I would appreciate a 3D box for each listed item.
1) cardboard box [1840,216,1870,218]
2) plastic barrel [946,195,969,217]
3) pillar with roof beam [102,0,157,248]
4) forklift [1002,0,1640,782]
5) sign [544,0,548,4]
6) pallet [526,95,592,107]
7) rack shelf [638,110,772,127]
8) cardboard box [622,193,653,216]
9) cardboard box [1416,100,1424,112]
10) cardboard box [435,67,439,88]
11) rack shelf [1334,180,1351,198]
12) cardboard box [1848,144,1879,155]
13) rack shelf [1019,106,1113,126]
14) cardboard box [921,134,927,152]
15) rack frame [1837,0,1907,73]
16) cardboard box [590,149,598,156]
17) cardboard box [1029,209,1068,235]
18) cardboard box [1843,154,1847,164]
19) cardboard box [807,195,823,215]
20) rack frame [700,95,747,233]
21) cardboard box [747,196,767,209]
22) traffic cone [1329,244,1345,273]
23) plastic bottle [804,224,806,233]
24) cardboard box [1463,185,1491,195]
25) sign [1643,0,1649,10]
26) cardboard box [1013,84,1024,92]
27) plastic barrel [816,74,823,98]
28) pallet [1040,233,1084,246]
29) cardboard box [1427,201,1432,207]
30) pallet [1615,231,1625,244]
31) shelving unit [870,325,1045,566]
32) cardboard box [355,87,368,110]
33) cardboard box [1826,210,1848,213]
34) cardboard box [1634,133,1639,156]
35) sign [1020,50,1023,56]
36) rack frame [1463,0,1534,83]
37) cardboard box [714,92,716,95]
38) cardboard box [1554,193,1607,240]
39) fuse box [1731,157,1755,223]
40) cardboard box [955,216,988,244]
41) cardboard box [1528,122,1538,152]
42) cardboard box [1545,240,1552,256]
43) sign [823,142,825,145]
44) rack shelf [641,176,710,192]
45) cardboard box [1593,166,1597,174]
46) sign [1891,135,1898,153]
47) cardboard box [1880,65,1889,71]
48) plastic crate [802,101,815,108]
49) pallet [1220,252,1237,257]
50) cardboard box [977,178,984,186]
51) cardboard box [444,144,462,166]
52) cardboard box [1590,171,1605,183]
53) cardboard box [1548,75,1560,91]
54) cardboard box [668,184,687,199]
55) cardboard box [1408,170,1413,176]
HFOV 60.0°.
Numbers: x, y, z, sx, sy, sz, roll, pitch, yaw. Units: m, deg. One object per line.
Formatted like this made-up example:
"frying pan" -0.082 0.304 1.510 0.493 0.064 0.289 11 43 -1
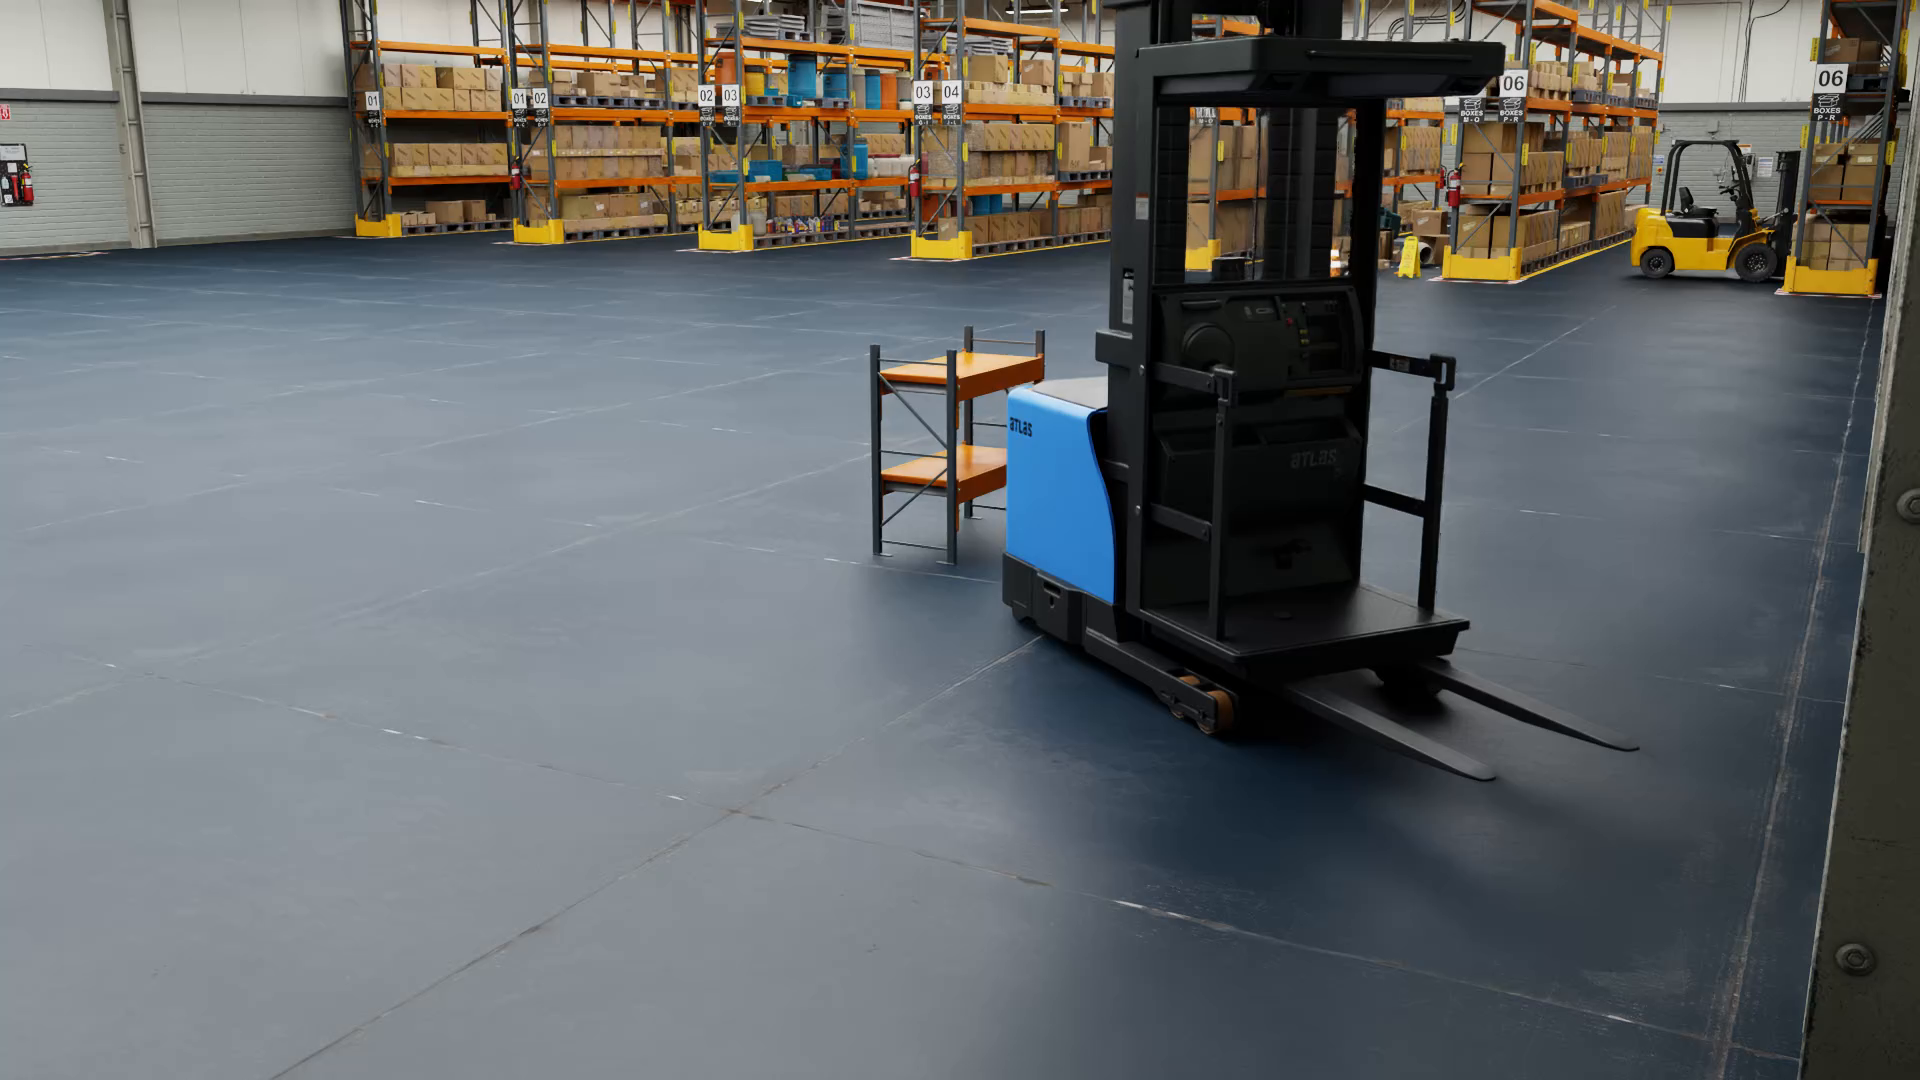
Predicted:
"cardboard box" 14.271 -5.013 26.457 0.500 0.250 0.500 7 15 27
"plastic barrel" -0.085 -8.320 41.587 0.600 0.588 0.708 7 15 28
"pillar with roof beam" -12.943 -9.874 30.986 9.100 9.000 0.400 7 15 28
"forklift" 1.283 -0.814 6.351 1.130 2.935 3.031 -6 15 -25
"sign" -8.571 -11.258 34.394 0.100 0.325 0.005 7 15 28
"pallet" -8.690 -9.432 35.739 1.003 0.211 1.213 7 15 28
"rack shelf" -6.154 -10.214 40.330 1.077 0.370 4.000 7 15 28
"cardboard box" -7.405 -7.706 38.163 0.500 0.500 0.500 7 15 28
"cardboard box" 10.668 -10.289 39.428 0.500 0.250 0.500 8 16 30
"cardboard box" -12.651 -10.870 39.126 0.500 0.500 0.500 7 15 28
"rack shelf" 6.810 -7.050 33.606 1.077 0.370 4.000 7 15 28
"cardboard box" 12.987 -5.620 23.908 0.380 0.149 0.250 7 15 27
"rack shelf" 2.516 -9.091 35.671 1.077 0.370 4.000 7 15 28
"cardboard box" -1.294 -11.569 48.470 0.500 0.500 0.500 7 15 28
"rack frame" 14.572 -8.804 26.546 1.000 3.000 0.127 7 15 28
"cardboard box" -8.178 -8.507 36.515 0.380 0.149 0.250 7 15 26
"cardboard box" 1.865 -6.694 34.990 0.700 0.500 0.500 6 15 24
"cardboard box" 13.359 -5.841 25.458 0.380 0.149 0.250 7 15 28
"cardboard box" -3.974 -8.894 44.113 0.500 0.500 0.500 7 15 26
"rack frame" -4.720 -7.313 33.160 1.000 3.000 0.127 7 15 28
"cardboard box" -5.224 -8.521 41.945 0.500 0.311 0.500 8 16 30
"traffic cone" 6.234 -4.686 27.677 0.336 0.463 0.334 7 15 28
"plastic bottle" -3.309 -6.614 35.294 0.097 0.201 0.097 0 14 0
"cardboard box" 8.285 -5.607 26.623 0.380 0.149 0.250 8 16 30
"sign" 14.573 -11.441 35.320 0.100 0.325 0.005 7 15 28
"cardboard box" 1.013 -8.781 32.319 0.380 0.149 0.250 8 16 31
"plastic barrel" -3.166 -9.784 35.876 0.421 0.512 0.421 0 14 0
"pallet" 1.925 -6.376 35.226 1.003 0.211 1.213 7 15 28
"cardboard box" 11.610 -8.421 41.677 0.380 0.149 0.250 8 15 29
"pallet" 13.785 -6.568 36.022 1.003 0.211 1.213 7 15 28
"shelving unit" 0.003 -0.548 9.102 0.538 1.125 1.048 7 15 28
"cardboard box" -13.412 -10.066 37.924 0.500 0.500 0.500 9 16 32
"cardboard box" 16.522 -6.143 31.361 0.380 0.149 0.250 7 15 25
"cardboard box" 14.784 -8.798 36.977 0.500 0.500 0.500 7 15 27
"sign" 1.562 -12.527 42.433 0.100 0.325 0.005 7 15 28
"rack frame" 8.291 -8.545 25.472 1.000 3.000 0.127 7 15 28
"cardboard box" -6.143 -10.670 40.110 0.500 0.250 0.500 6 15 23
"cardboard box" 12.565 -6.573 33.732 0.875 0.875 0.875 7 15 28
"fuse box" 20.500 -9.176 43.640 0.539 1.711 0.414 7 15 28
"cardboard box" 0.191 -5.993 32.124 0.500 0.500 0.500 13 19 43
"cardboard box" 9.556 -6.960 28.718 0.700 0.500 0.500 7 15 28
"cardboard box" 9.926 -5.055 28.765 0.500 0.250 0.500 7 15 27
"sign" -3.732 -10.817 45.850 0.100 0.325 0.005 7 15 28
"rack shelf" -6.154 -8.756 40.681 1.077 0.370 4.000 7 15 28
"cardboard box" 12.057 -7.138 32.076 0.380 0.149 0.250 7 15 28
"sign" 16.993 -7.209 30.260 0.100 0.325 0.005 7 15 28
"cardboard box" 18.252 -9.335 33.058 0.396 0.266 0.258 7 15 28
"plastic crate" -3.208 -9.088 34.687 0.243 0.136 0.396 7 15 28
"pallet" 4.227 -4.986 29.459 1.003 0.211 1.213 7 15 28
"cardboard box" 0.234 -6.759 31.402 0.380 0.149 0.250 7 15 28
"cardboard box" -12.156 -9.113 39.306 0.500 0.500 0.500 8 16 30
"cardboard box" 12.615 -7.269 33.299 0.500 0.250 0.500 7 15 27
"cardboard box" 9.744 -7.651 27.850 0.500 0.250 0.500 7 15 27
"cardboard box" -8.219 -9.725 46.859 0.750 0.750 0.750 8 16 30
"cardboard box" 10.592 -8.751 39.663 0.380 0.149 0.250 8 16 29
